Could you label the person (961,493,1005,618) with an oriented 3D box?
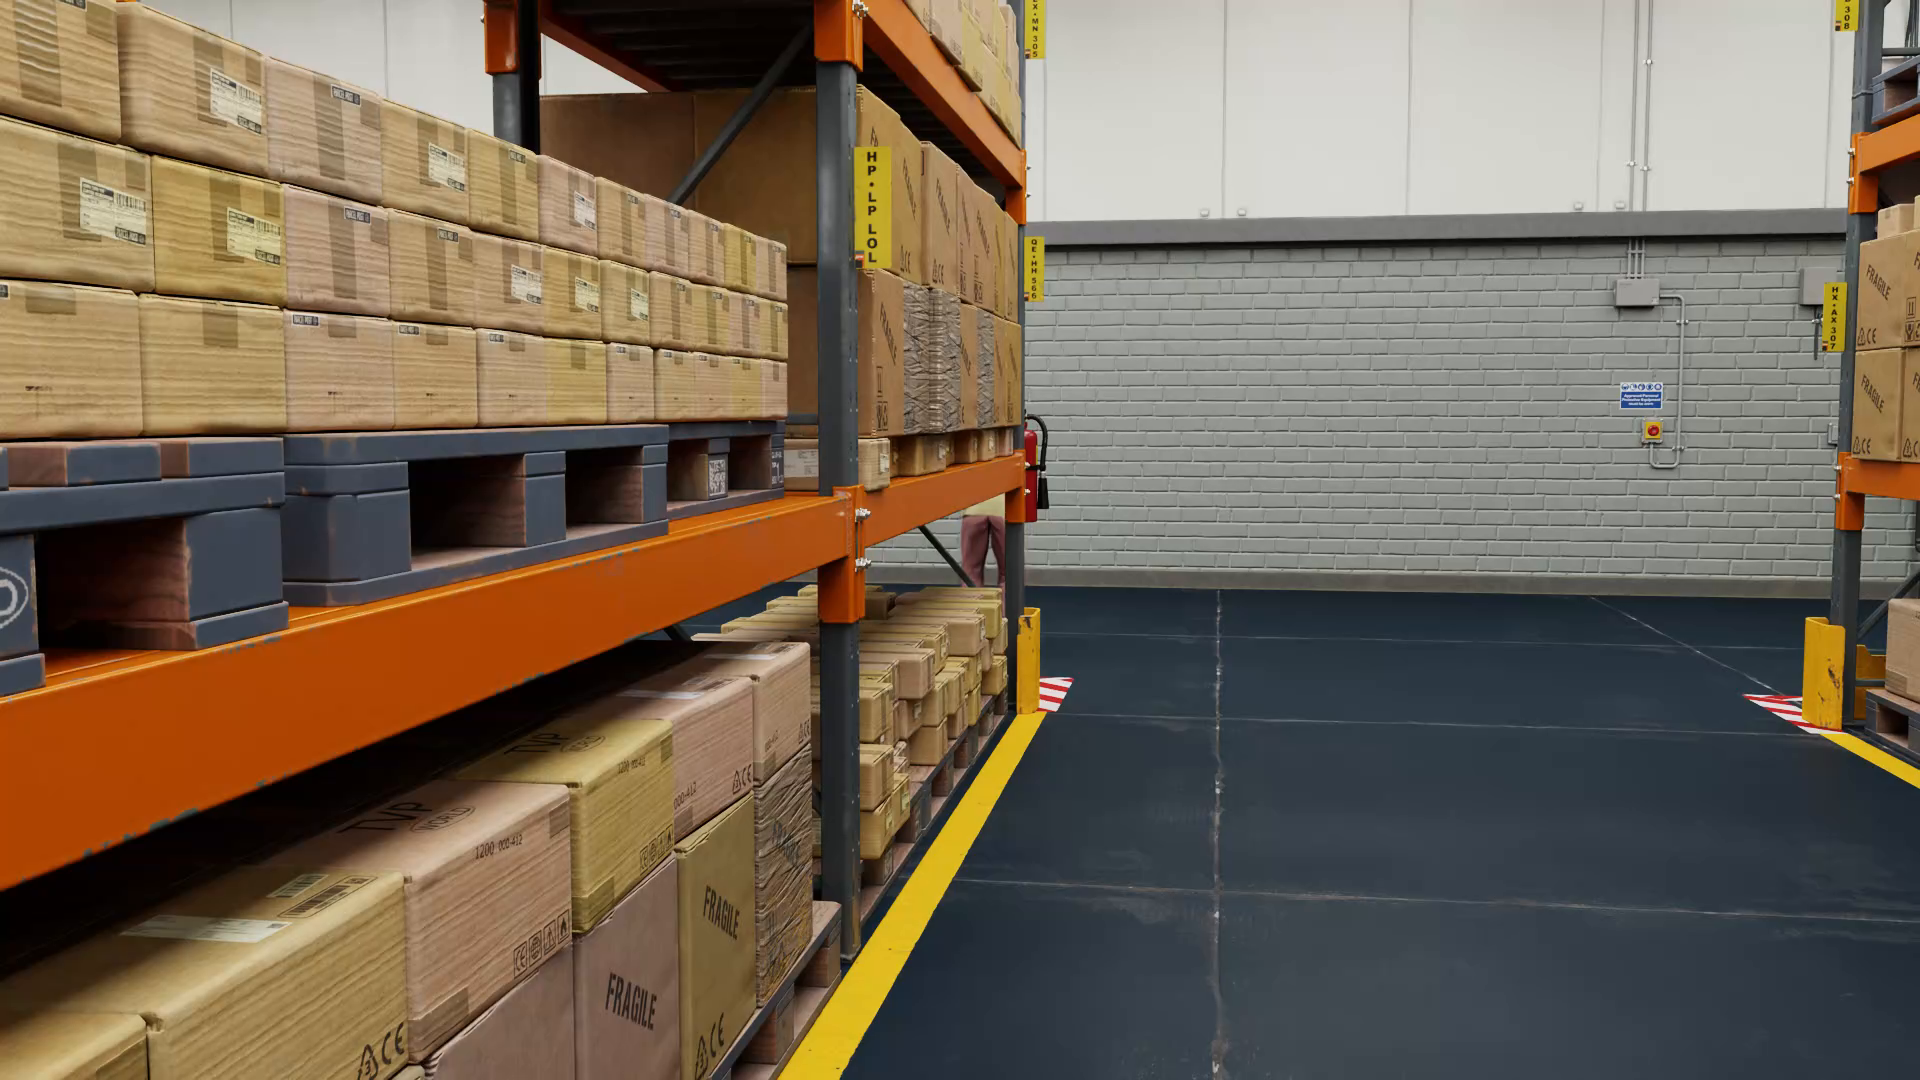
[{"bbox_3d":[0.196,-0.107,10.441,0.406,1.644,0.527,1,5,8],"label":"person"}]
